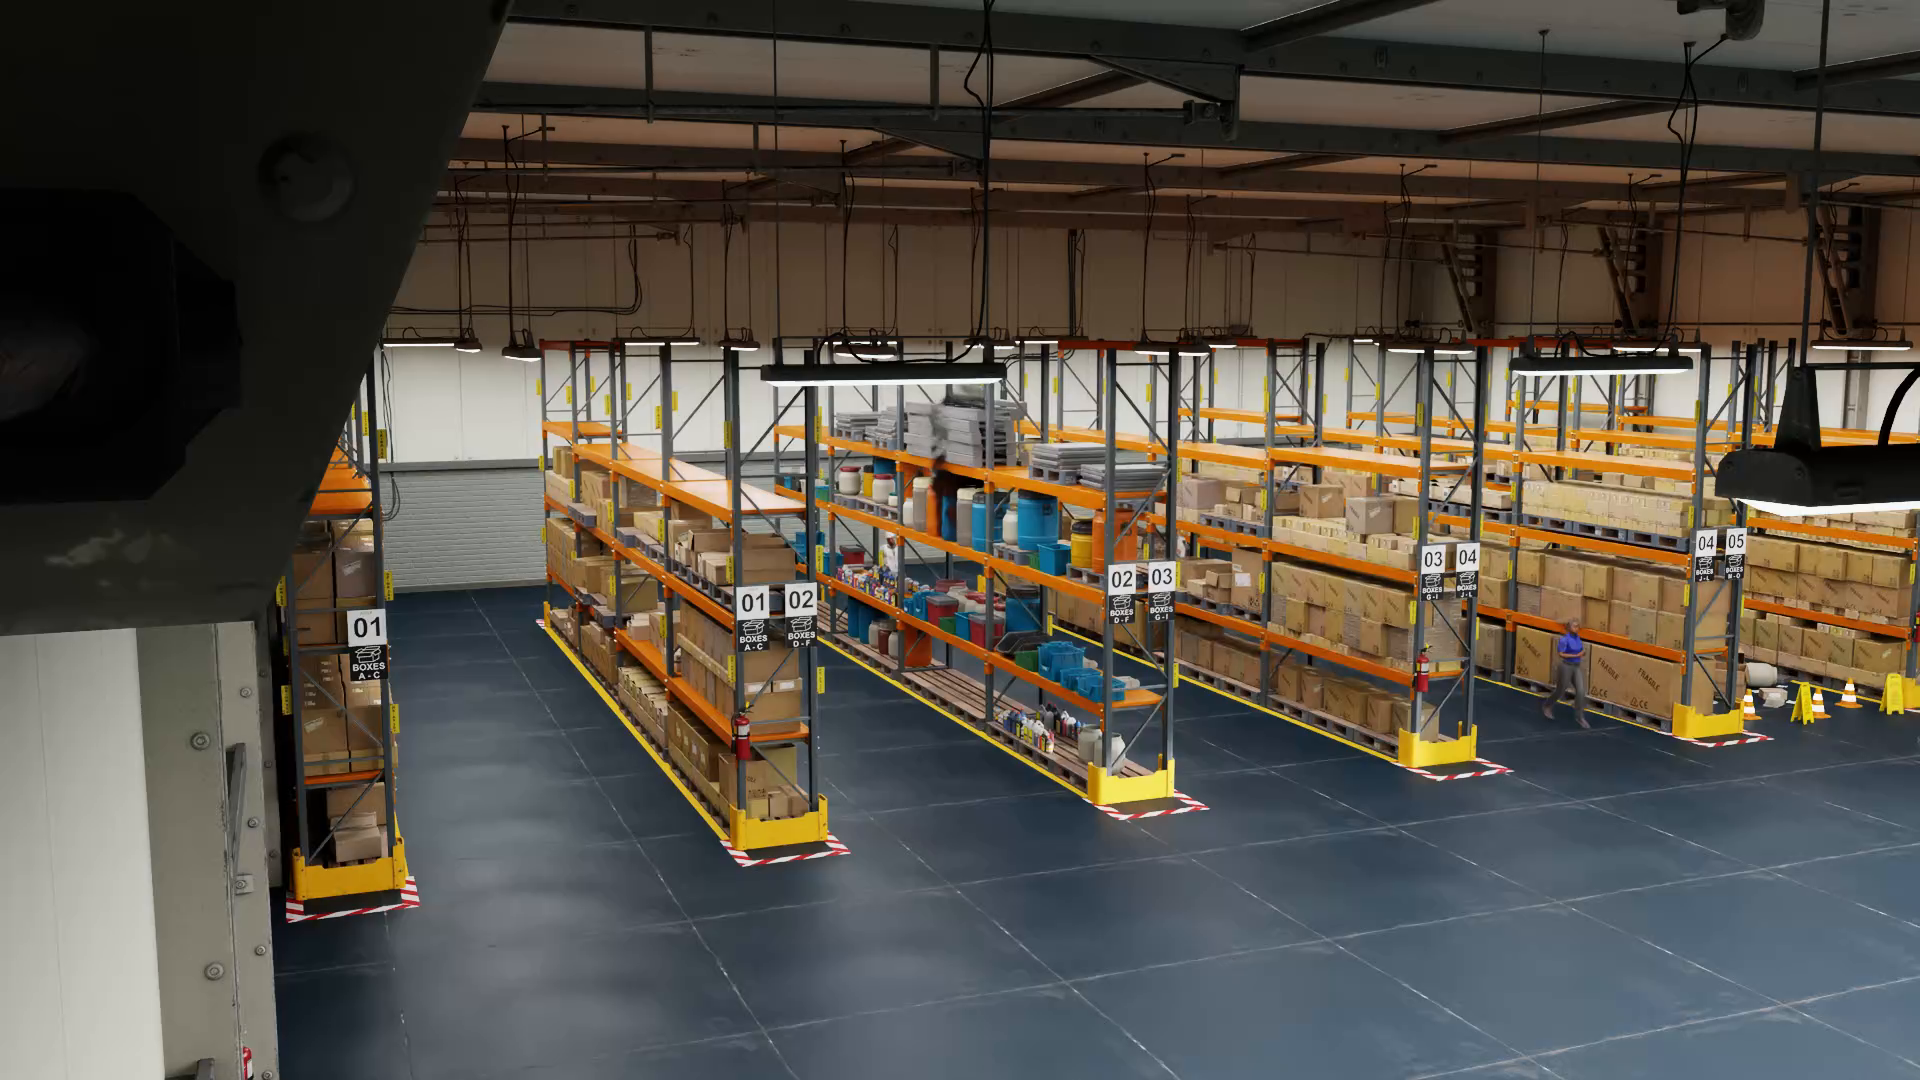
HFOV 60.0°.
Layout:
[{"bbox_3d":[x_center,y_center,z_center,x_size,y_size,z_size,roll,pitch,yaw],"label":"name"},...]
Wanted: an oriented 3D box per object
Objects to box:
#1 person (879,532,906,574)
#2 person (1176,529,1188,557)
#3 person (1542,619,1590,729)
[{"bbox_3d":[-1.498,0.719,36.564,0.657,1.833,0.747,-5,9,-33],"label":"person"},{"bbox_3d":[4.880,0.538,37.825,0.673,1.827,0.954,-2,8,-18],"label":"person"},{"bbox_3d":[9.623,2.077,26.331,0.595,1.685,0.870,-4,8,-27],"label":"person"}]
